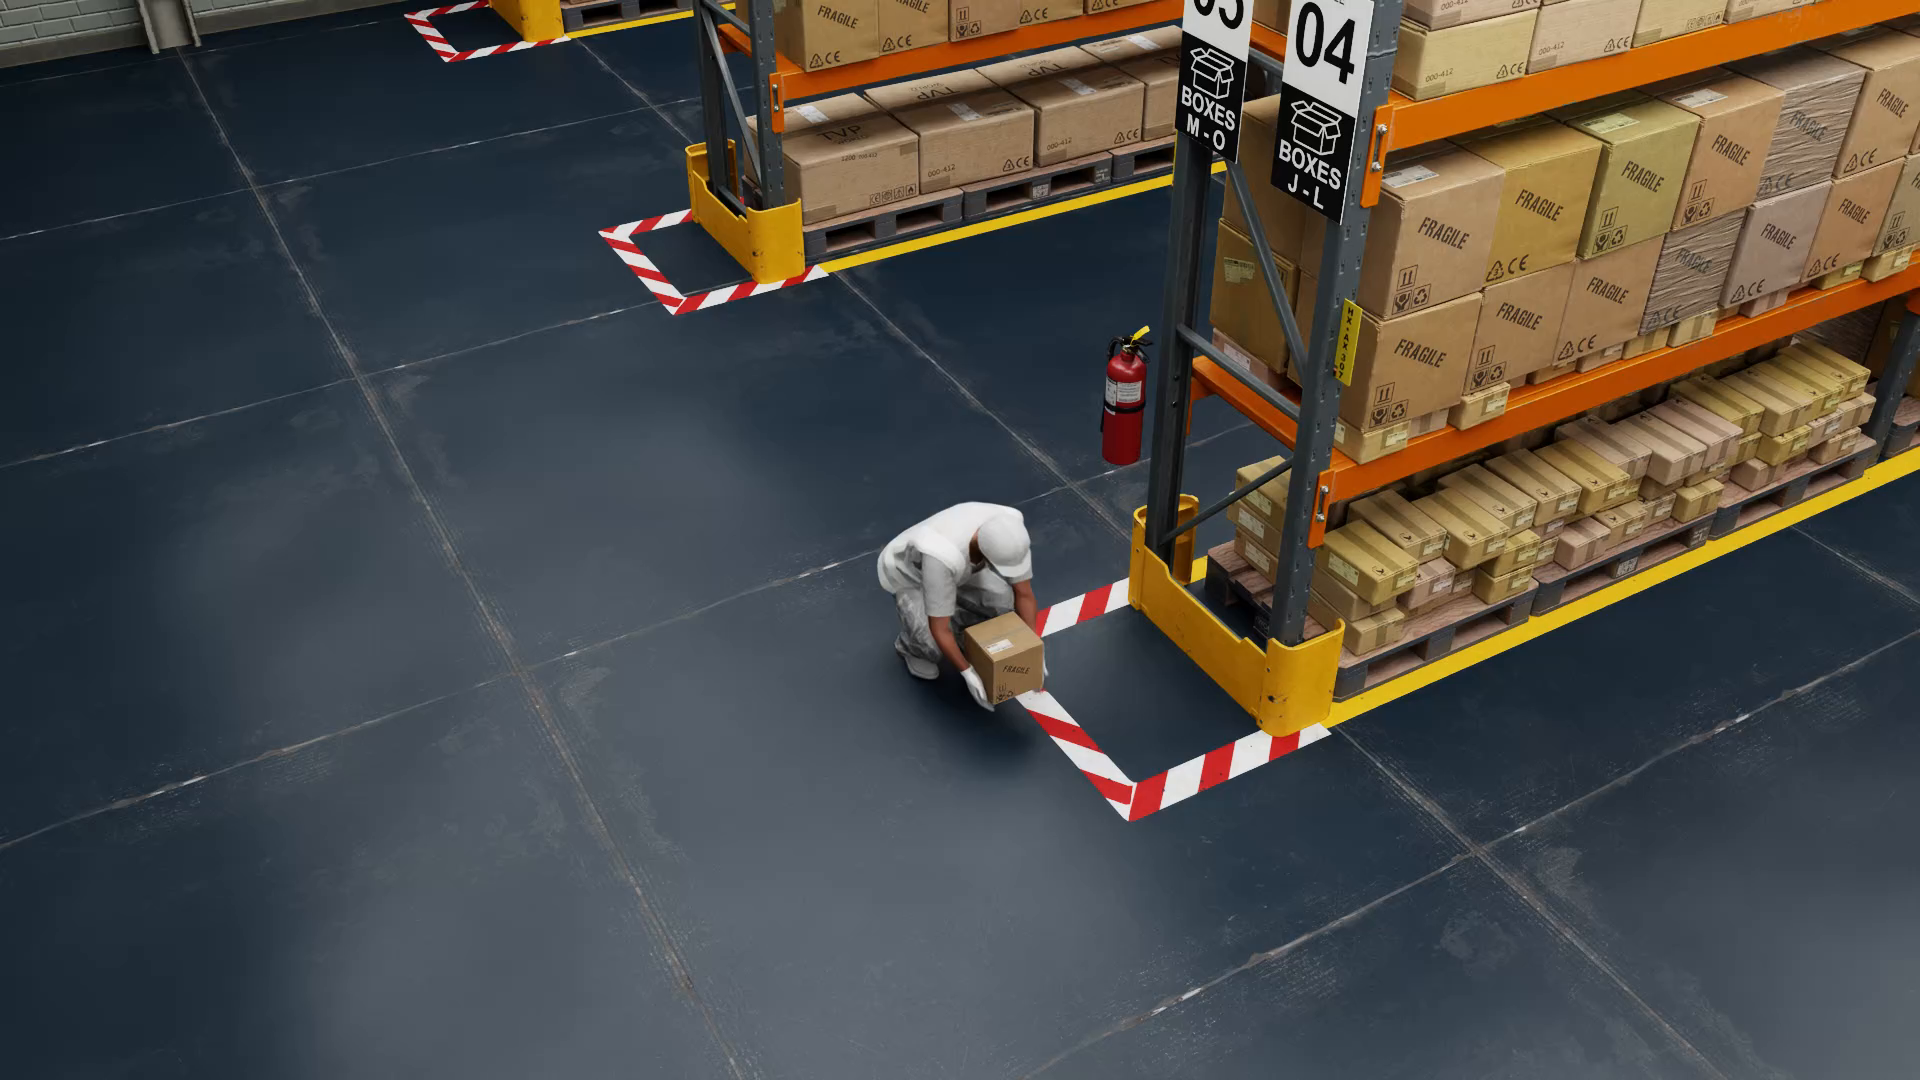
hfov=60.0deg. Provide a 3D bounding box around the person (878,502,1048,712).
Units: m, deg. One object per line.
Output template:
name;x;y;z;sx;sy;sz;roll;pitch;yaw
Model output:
person;0.019;0.197;7.321;0.569;0.990;0.912;-20;41;-25
